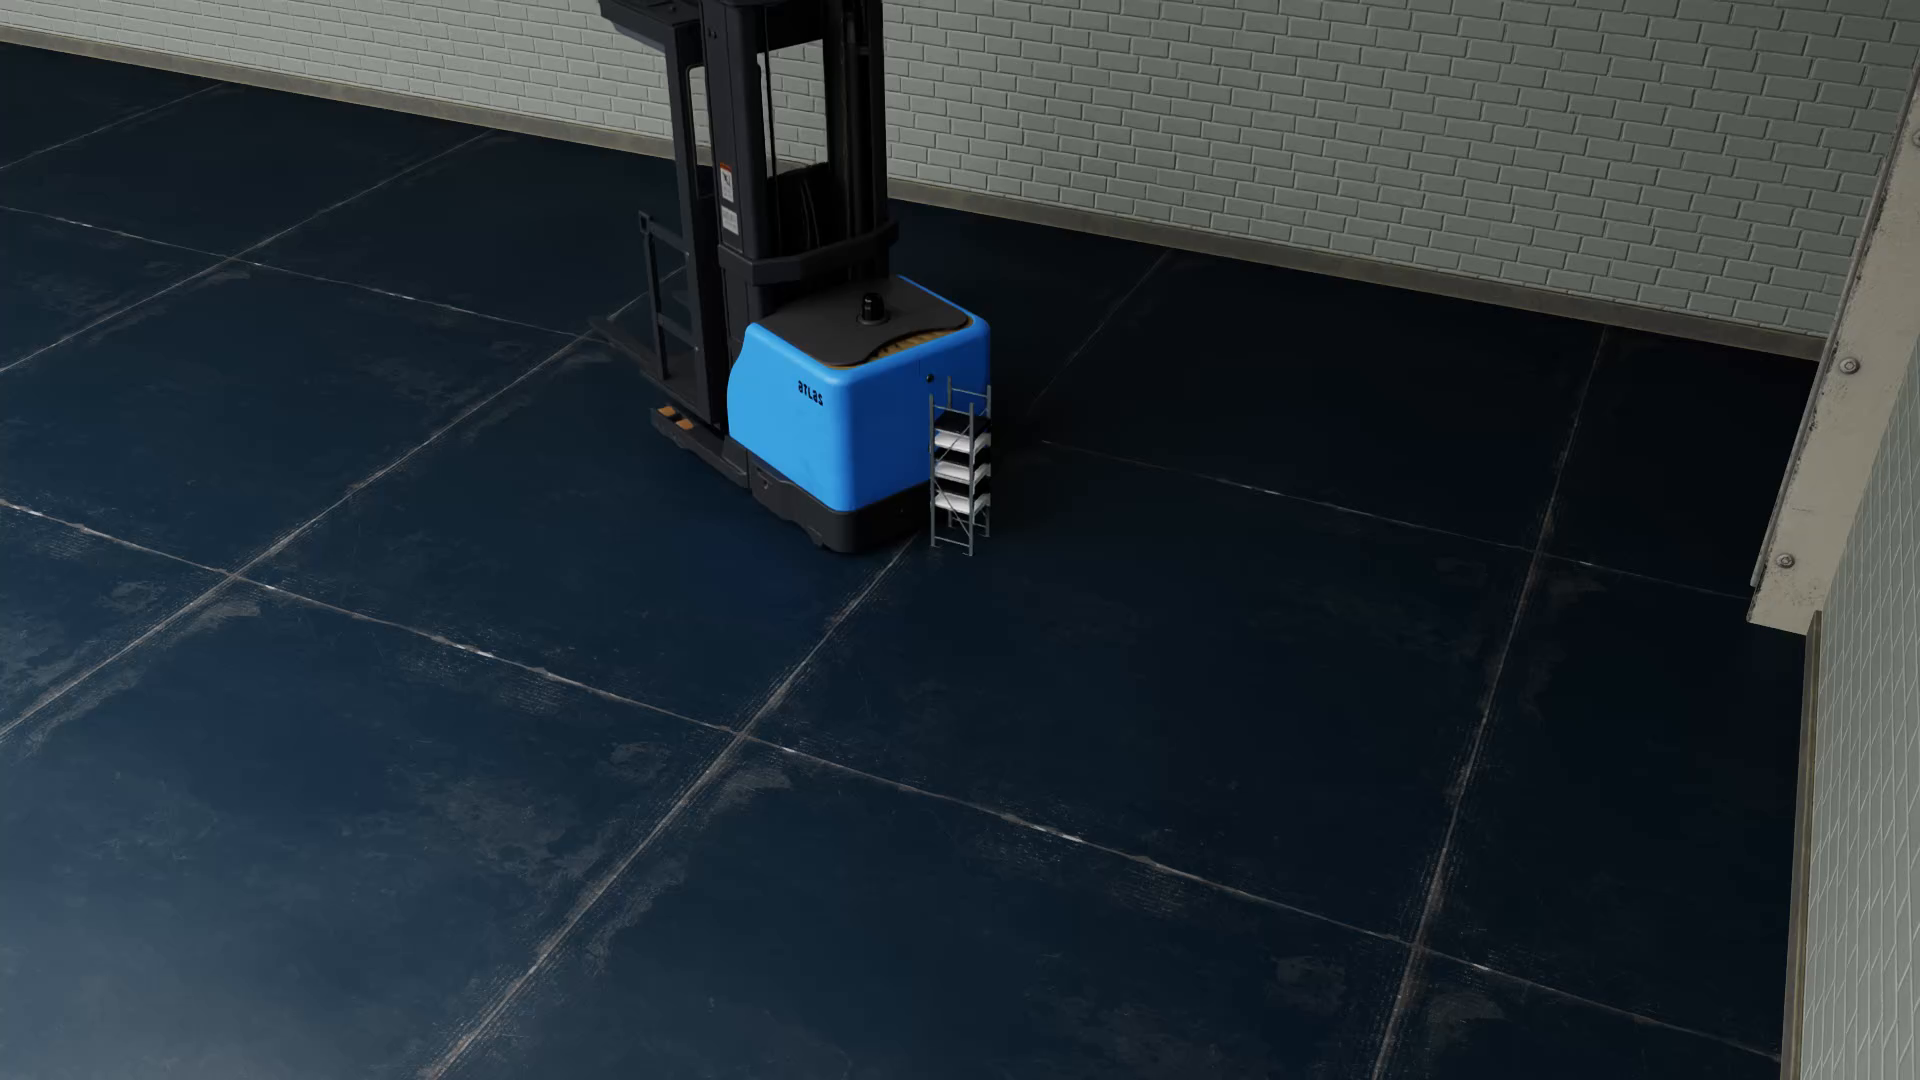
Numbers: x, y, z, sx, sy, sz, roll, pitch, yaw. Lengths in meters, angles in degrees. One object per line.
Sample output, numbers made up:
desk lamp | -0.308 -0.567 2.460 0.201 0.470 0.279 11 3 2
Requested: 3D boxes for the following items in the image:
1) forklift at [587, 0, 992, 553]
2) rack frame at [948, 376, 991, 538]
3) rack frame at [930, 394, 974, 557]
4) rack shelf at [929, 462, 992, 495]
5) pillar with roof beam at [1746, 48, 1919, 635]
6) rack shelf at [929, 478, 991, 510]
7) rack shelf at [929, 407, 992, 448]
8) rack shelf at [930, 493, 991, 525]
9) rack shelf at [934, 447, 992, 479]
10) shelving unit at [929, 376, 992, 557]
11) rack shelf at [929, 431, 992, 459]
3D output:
forklift | -1.140 -1.904 8.980 1.130 2.935 3.031 -24 40 -32
rack frame | 0.047 -0.418 8.566 0.240 0.900 0.006 15 36 21
rack frame | -0.041 -0.317 8.413 0.240 0.900 0.006 15 36 21
rack shelf | 0.003 -0.340 8.508 0.258 0.077 0.200 15 36 21
pillar with roof beam | 0.163 -4.415 7.277 9.100 9.000 0.400 14 36 20
rack shelf | 0.003 -0.264 8.557 0.258 0.077 0.200 15 36 21
rack shelf | 0.003 -0.565 8.360 0.258 0.077 0.200 15 36 21
rack shelf | 0.003 -0.189 8.607 0.258 0.077 0.200 15 36 21
rack shelf | 0.003 -0.415 8.459 0.258 0.077 0.200 15 36 21
shelving unit | 0.003 -0.367 8.490 0.258 0.900 0.210 15 36 21
rack shelf | 0.003 -0.490 8.409 0.258 0.077 0.200 15 36 21
